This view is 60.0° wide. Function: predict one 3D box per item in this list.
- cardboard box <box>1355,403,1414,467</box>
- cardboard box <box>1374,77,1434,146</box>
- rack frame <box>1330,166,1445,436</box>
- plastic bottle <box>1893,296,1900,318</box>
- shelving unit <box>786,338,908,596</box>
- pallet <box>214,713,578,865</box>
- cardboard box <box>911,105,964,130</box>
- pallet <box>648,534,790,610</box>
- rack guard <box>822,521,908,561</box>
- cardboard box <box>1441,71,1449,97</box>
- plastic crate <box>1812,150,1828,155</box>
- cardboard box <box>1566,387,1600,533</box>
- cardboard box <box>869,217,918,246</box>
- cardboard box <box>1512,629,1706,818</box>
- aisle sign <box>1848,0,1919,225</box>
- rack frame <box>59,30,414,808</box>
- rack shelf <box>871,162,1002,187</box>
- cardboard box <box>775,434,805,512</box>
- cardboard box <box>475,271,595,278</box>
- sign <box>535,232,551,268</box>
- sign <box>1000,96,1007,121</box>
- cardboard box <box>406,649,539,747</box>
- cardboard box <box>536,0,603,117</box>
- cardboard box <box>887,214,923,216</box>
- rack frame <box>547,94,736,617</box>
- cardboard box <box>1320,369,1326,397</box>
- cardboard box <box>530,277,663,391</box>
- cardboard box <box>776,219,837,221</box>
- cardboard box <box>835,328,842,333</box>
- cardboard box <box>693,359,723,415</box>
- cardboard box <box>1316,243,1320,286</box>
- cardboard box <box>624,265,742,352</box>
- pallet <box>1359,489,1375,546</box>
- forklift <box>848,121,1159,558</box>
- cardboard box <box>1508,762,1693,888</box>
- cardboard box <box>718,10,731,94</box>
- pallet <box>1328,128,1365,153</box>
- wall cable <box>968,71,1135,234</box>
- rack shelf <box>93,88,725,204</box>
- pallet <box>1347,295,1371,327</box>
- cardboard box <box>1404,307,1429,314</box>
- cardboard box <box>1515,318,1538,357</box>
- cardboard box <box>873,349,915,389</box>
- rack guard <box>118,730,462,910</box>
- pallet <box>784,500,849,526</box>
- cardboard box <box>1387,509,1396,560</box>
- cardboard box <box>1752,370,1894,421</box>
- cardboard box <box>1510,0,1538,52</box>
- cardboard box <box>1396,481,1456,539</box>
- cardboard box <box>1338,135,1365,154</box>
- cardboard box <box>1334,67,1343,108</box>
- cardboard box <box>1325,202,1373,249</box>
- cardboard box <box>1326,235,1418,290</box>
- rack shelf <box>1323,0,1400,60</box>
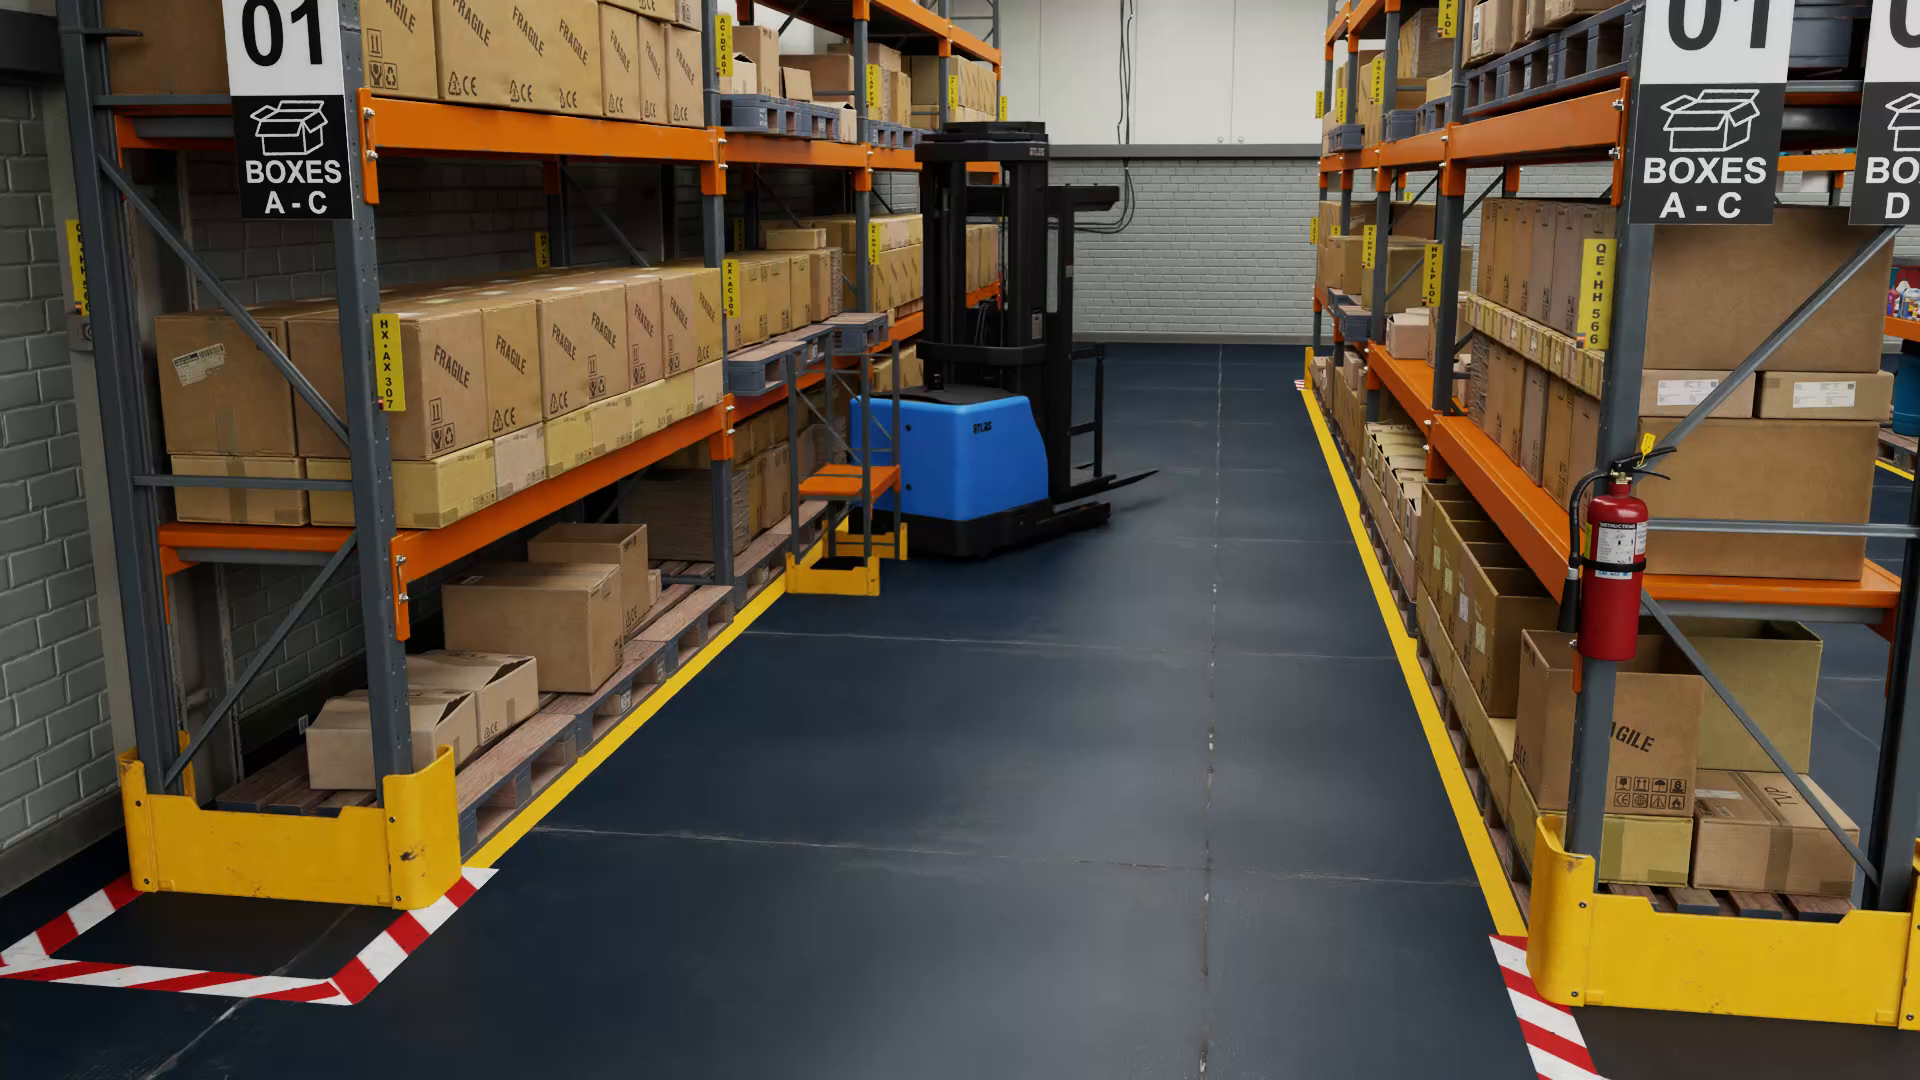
[{"bbox_3d":[3.580,-0.892,13.899,0.500,0.500,0.500,2,12,11],"label":"cardboard box"},{"bbox_3d":[3.702,-3.303,12.844,0.910,0.500,0.500,2,12,9],"label":"cardboard box"},{"bbox_3d":[4.283,-2.529,16.607,1.000,3.000,0.127,2,12,9],"label":"rack frame"},{"bbox_3d":[8.679,-2.156,15.347,0.097,0.201,0.097,0,12,0],"label":"plastic bottle"},{"bbox_3d":[-0.726,-0.502,10.758,0.587,1.500,1.083,2,12,8],"label":"shelving unit"},{"bbox_3d":[-2.286,0.989,6.904,1.003,0.211,1.213,2,12,9],"label":"pallet"},{"bbox_3d":[-0.245,-4.471,17.621,0.500,0.250,0.500,2,12,8],"label":"cardboard box"},{"bbox_3d":[-1.724,0.178,10.667,1.003,0.211,1.213,2,12,9],"label":"pallet"},{"bbox_3d":[-0.652,0.005,11.371,0.587,0.250,0.087,2,12,8],"label":"rack guard"},{"bbox_3d":[3.591,-3.088,11.443,0.500,0.250,0.500,2,12,10],"label":"cardboard box"},{"bbox_3d":[9.146,-4.157,17.325,0.437,0.282,0.530,2,12,9],"label":"plastic crate"},{"bbox_3d":[2.598,-0.286,5.963,0.700,0.500,0.500,2,12,10],"label":"cardboard box"},{"bbox_3d":[-0.676,-2.835,15.258,0.500,0.250,0.500,2,12,7],"label":"cardboard box"},{"bbox_3d":[2.226,0.620,5.745,0.500,0.500,0.500,2,12,9],"label":"cardboard box"},{"bbox_3d":[2.730,-1.278,4.633,0.394,0.787,0.004,2,12,9],"label":"aisle sign"},{"bbox_3d":[-2.458,-0.191,5.757,1.000,3.000,0.127,2,12,9],"label":"rack frame"},{"bbox_3d":[-0.305,-4.220,19.040,1.077,0.370,4.000,2,12,9],"label":"rack shelf"},{"bbox_3d":[-1.529,-0.490,12.034,0.700,0.500,0.500,2,12,8],"label":"cardboard box"},{"bbox_3d":[-2.204,-1.128,8.634,0.500,0.500,0.500,2,12,8],"label":"cardboard box"},{"bbox_3d":[-2.391,-1.606,9.579,0.100,0.325,0.005,2,12,9],"label":"sign"},{"bbox_3d":[0.537,-5.361,20.716,0.100,0.325,0.005,2,12,9],"label":"sign"},{"bbox_3d":[-2.175,0.649,7.200,0.500,0.311,0.500,3,13,13],"label":"cardboard box"},{"bbox_3d":[-1.904,-2.108,7.250,0.500,0.500,0.500,3,12,12],"label":"cardboard box"},{"bbox_3d":[-0.519,-3.048,16.243,0.500,0.250,0.500,2,12,10],"label":"cardboard box"},{"bbox_3d":[-1.843,-1.023,9.621,1.000,3.000,0.127,2,12,9],"label":"rack frame"},{"bbox_3d":[4.206,-1.713,18.162,0.500,0.311,0.500,2,12,9],"label":"cardboard box"},{"bbox_3d":[-1.769,-1.009,8.085,0.500,0.500,0.500,2,12,7],"label":"cardboard box"},{"bbox_3d":[-1.331,-2.637,14.339,0.500,0.250,0.500,1,12,7],"label":"cardboard box"},{"bbox_3d":[-0.948,-1.804,13.792,0.380,0.149,0.250,2,12,8],"label":"cardboard box"},{"bbox_3d":[-1.616,-0.851,9.132,0.500,0.250,0.500,2,12,9],"label":"cardboard box"},{"bbox_3d":[4.570,-3.326,20.072,0.500,0.500,0.500,2,12,10],"label":"cardboard box"},{"bbox_3d":[-1.731,-1.392,10.051,0.700,0.500,0.500,2,12,9],"label":"cardboard box"},{"bbox_3d":[3.503,-0.163,12.248,1.003,0.211,1.213,2,12,9],"label":"pallet"},{"bbox_3d":[0.478,-1.570,12.324,1.130,2.935,3.031,9,15,34],"label":"forklift"},{"bbox_3d":[2.228,0.987,5.824,0.500,0.250,0.500,2,12,9],"label":"cardboard box"},{"bbox_3d":[-1.679,-2.855,9.766,0.500,0.500,0.500,4,13,17],"label":"cardboard box"},{"bbox_3d":[4.114,-3.770,15.692,1.213,0.211,1.003,2,12,9],"label":"pallet"},{"bbox_3d":[1.226,-6.102,26.317,3.097,2.526,0.112,2,12,9],"label":"wall cable"},{"bbox_3d":[-2.150,-1.722,7.449,1.077,0.370,4.000,2,12,9],"label":"rack shelf"},{"bbox_3d":[3.963,-2.007,14.643,1.003,0.211,1.213,2,12,9],"label":"pallet"},{"bbox_3d":[3.569,-1.578,12.408,0.500,0.311,0.500,3,12,12],"label":"cardboard box"},{"bbox_3d":[2.585,-0.857,7.074,0.380,0.149,0.250,2,12,8],"label":"cardboard box"},{"bbox_3d":[-0.844,-1.341,15.203,0.750,0.750,0.750,2,12,8],"label":"cardboard box"},{"bbox_3d":[-2.446,1.016,6.094,1.175,0.500,0.348,2,12,9],"label":"rack guard"},{"bbox_3d":[-1.349,-0.330,13.024,1.003,0.211,1.213,2,12,9],"label":"pallet"},{"bbox_3d":[2.988,-0.032,10.552,0.500,0.250,0.500,2,12,10],"label":"cardboard box"},{"bbox_3d":[2.711,-0.471,5.284,0.380,0.149,0.250,2,12,8],"label":"cardboard box"},{"bbox_3d":[2.675,-2.315,6.922,0.797,0.503,0.637,3,13,15],"label":"cardboard box"},{"bbox_3d":[2.906,-0.201,10.004,0.500,0.311,0.500,2,12,10],"label":"cardboard box"},{"bbox_3d":[4.095,-4.032,16.817,0.500,0.250,0.500,2,12,9],"label":"cardboard box"},{"bbox_3d":[4.675,-5.157,19.070,0.700,0.500,0.500,2,12,9],"label":"cardboard box"},{"bbox_3d":[4.338,-3.496,18.487,0.500,0.500,0.500,2,12,8],"label":"cardboard box"},{"bbox_3d":[3.989,-2.692,16.129,0.700,0.500,0.500,-2,12,-10],"label":"cardboard box"},{"bbox_3d":[4.591,-5.525,17.983,1.077,0.370,4.000,2,12,9],"label":"rack shelf"}]
